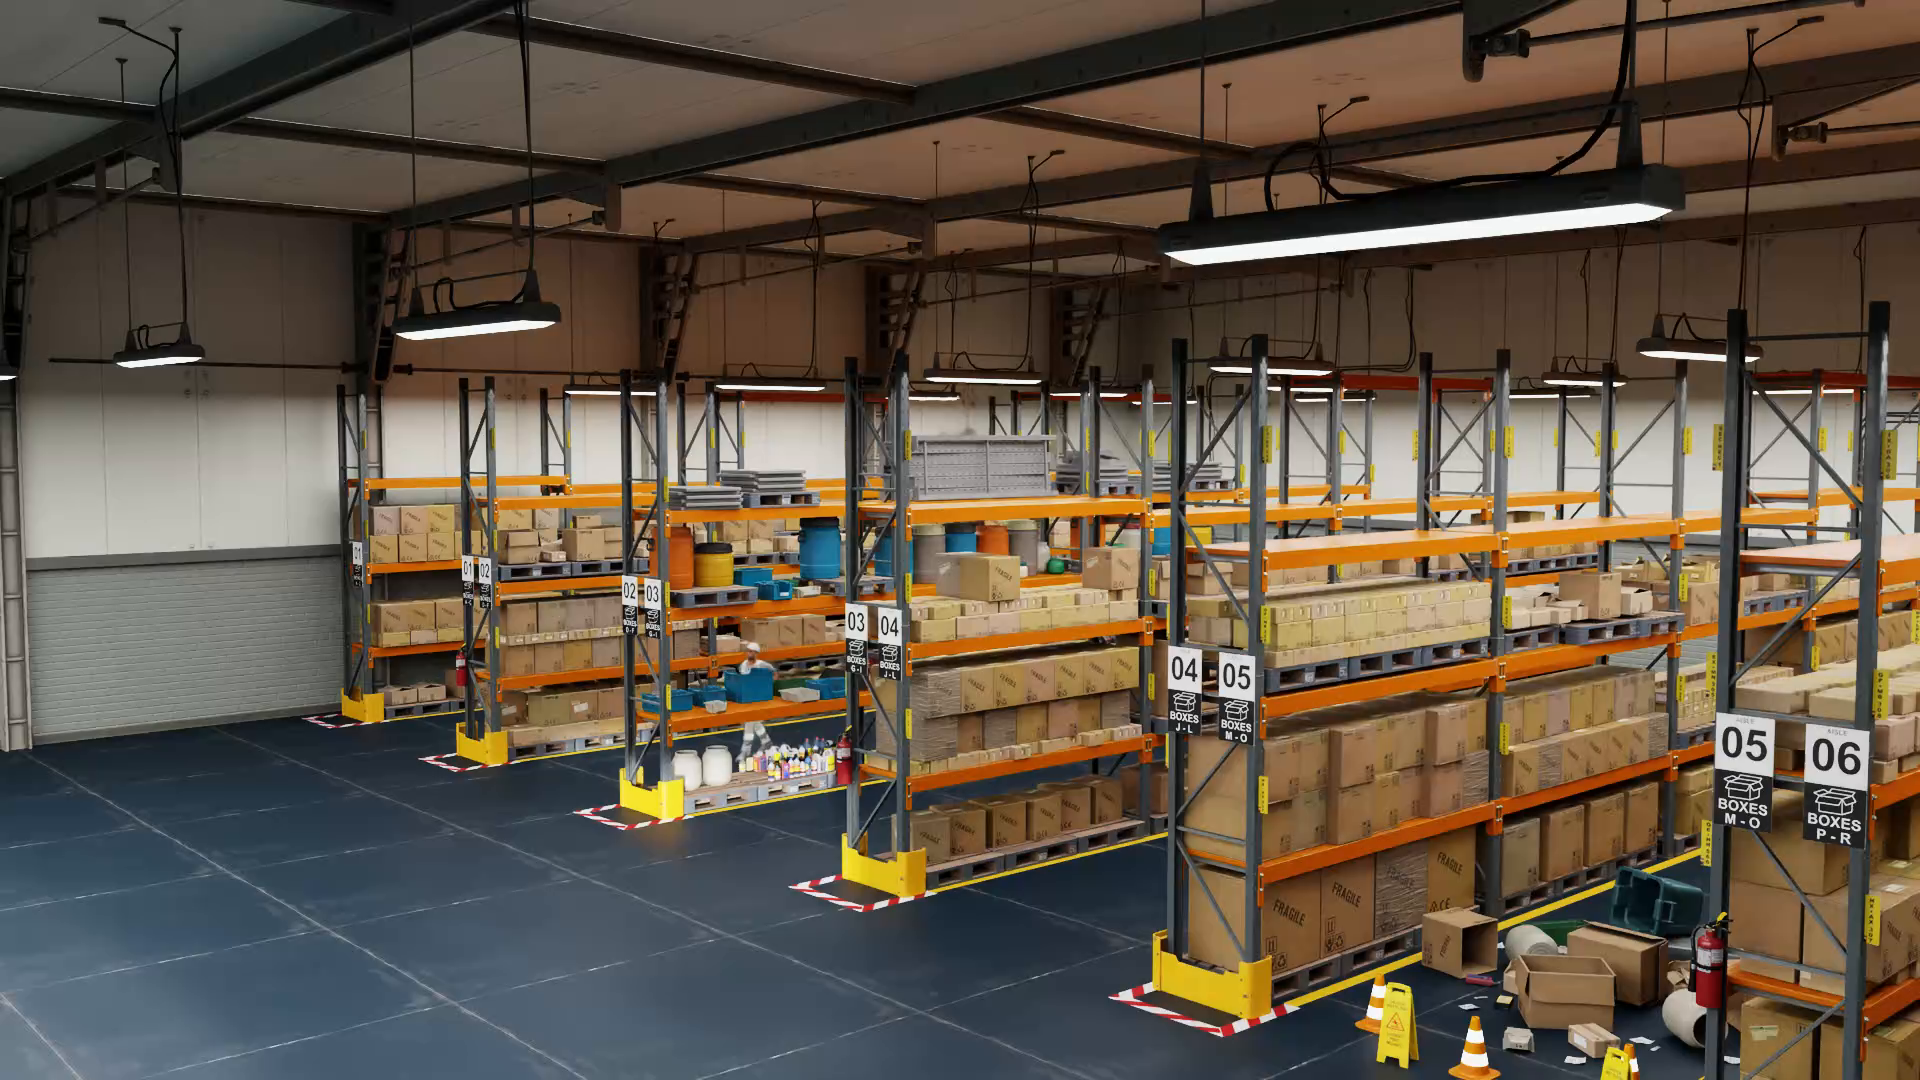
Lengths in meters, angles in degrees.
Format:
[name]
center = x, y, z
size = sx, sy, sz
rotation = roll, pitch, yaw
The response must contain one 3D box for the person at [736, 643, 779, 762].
[person]
center = -3.271, 2.526, 26.217
size = 0.636, 1.821, 0.843
rotation = 3, 5, 42
